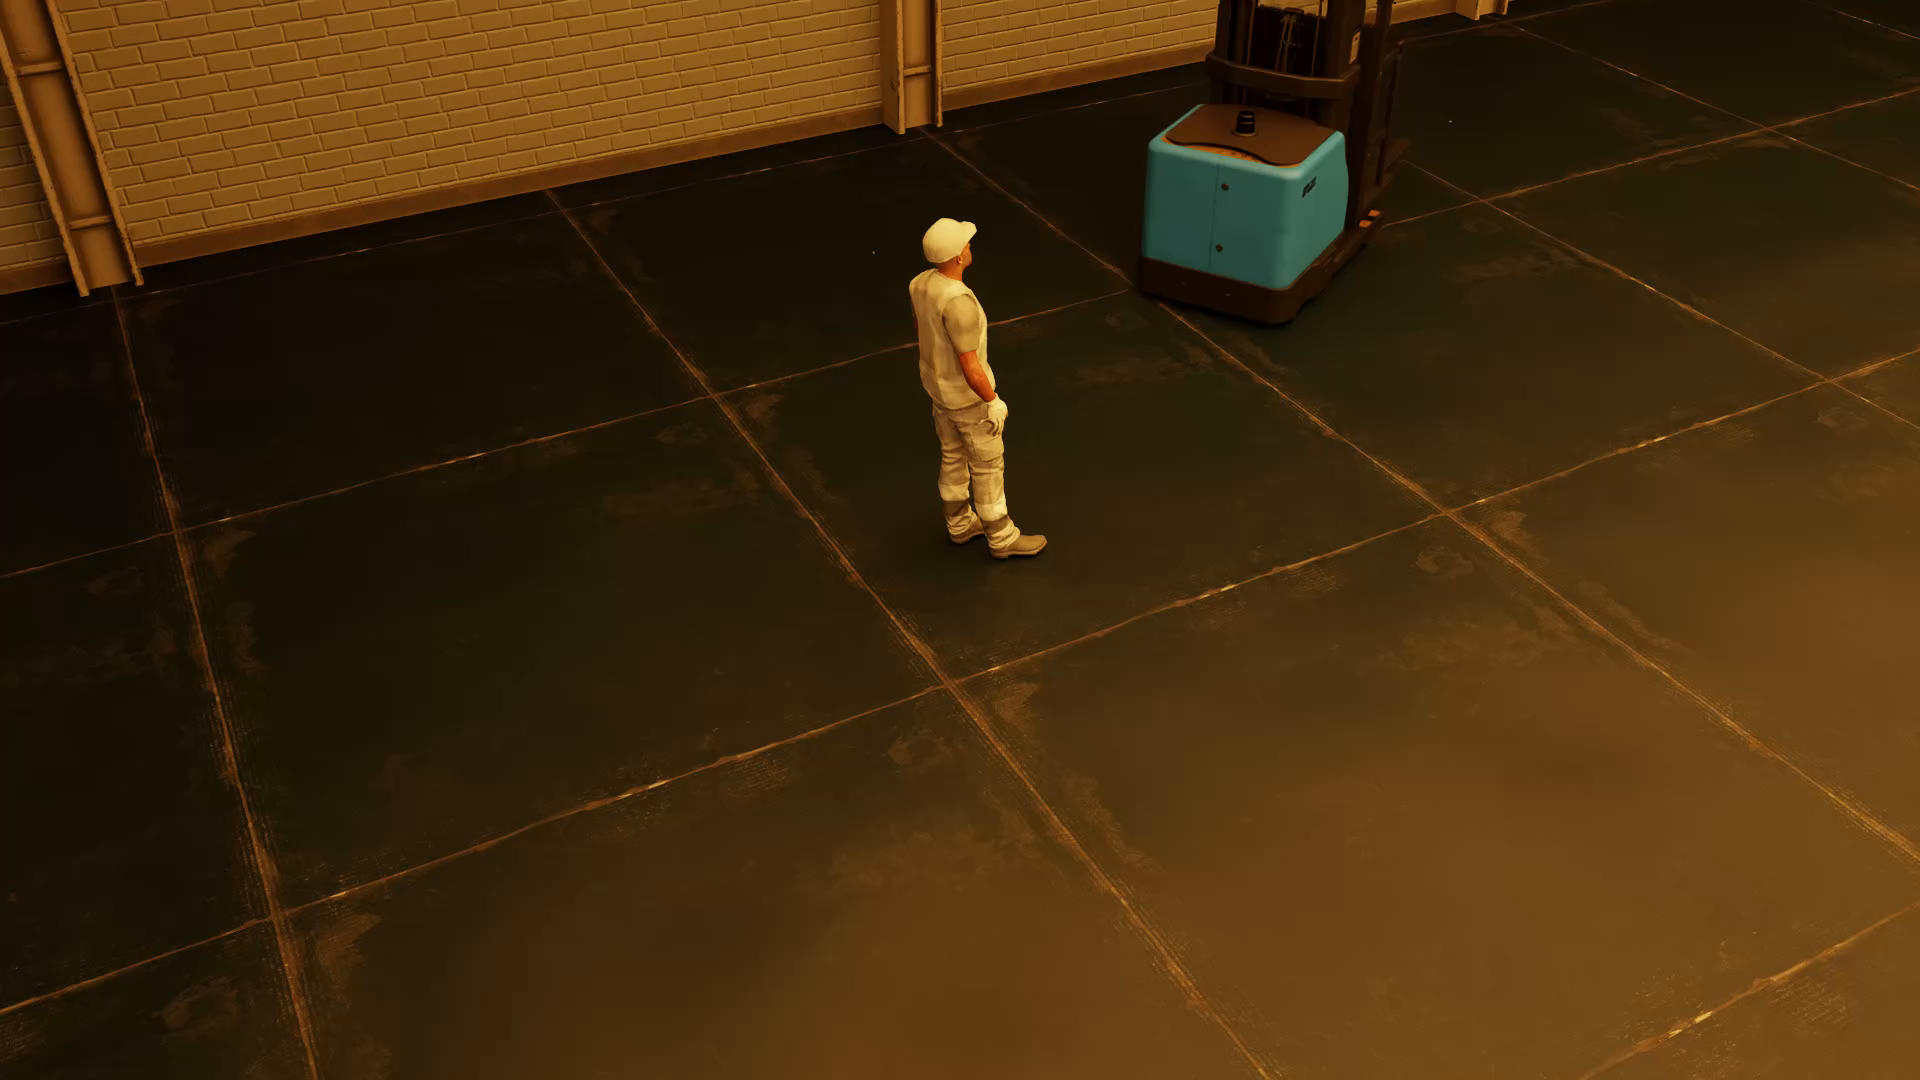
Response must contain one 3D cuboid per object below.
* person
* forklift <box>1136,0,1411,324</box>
[{"bbox_3d":[0.076,-0.753,8.165,0.562,1.789,0.638,-17,39,-23],"label":"person"},{"bbox_3d":[2.338,-3.378,10.902,1.130,2.935,3.031,19,39,25],"label":"forklift"}]
